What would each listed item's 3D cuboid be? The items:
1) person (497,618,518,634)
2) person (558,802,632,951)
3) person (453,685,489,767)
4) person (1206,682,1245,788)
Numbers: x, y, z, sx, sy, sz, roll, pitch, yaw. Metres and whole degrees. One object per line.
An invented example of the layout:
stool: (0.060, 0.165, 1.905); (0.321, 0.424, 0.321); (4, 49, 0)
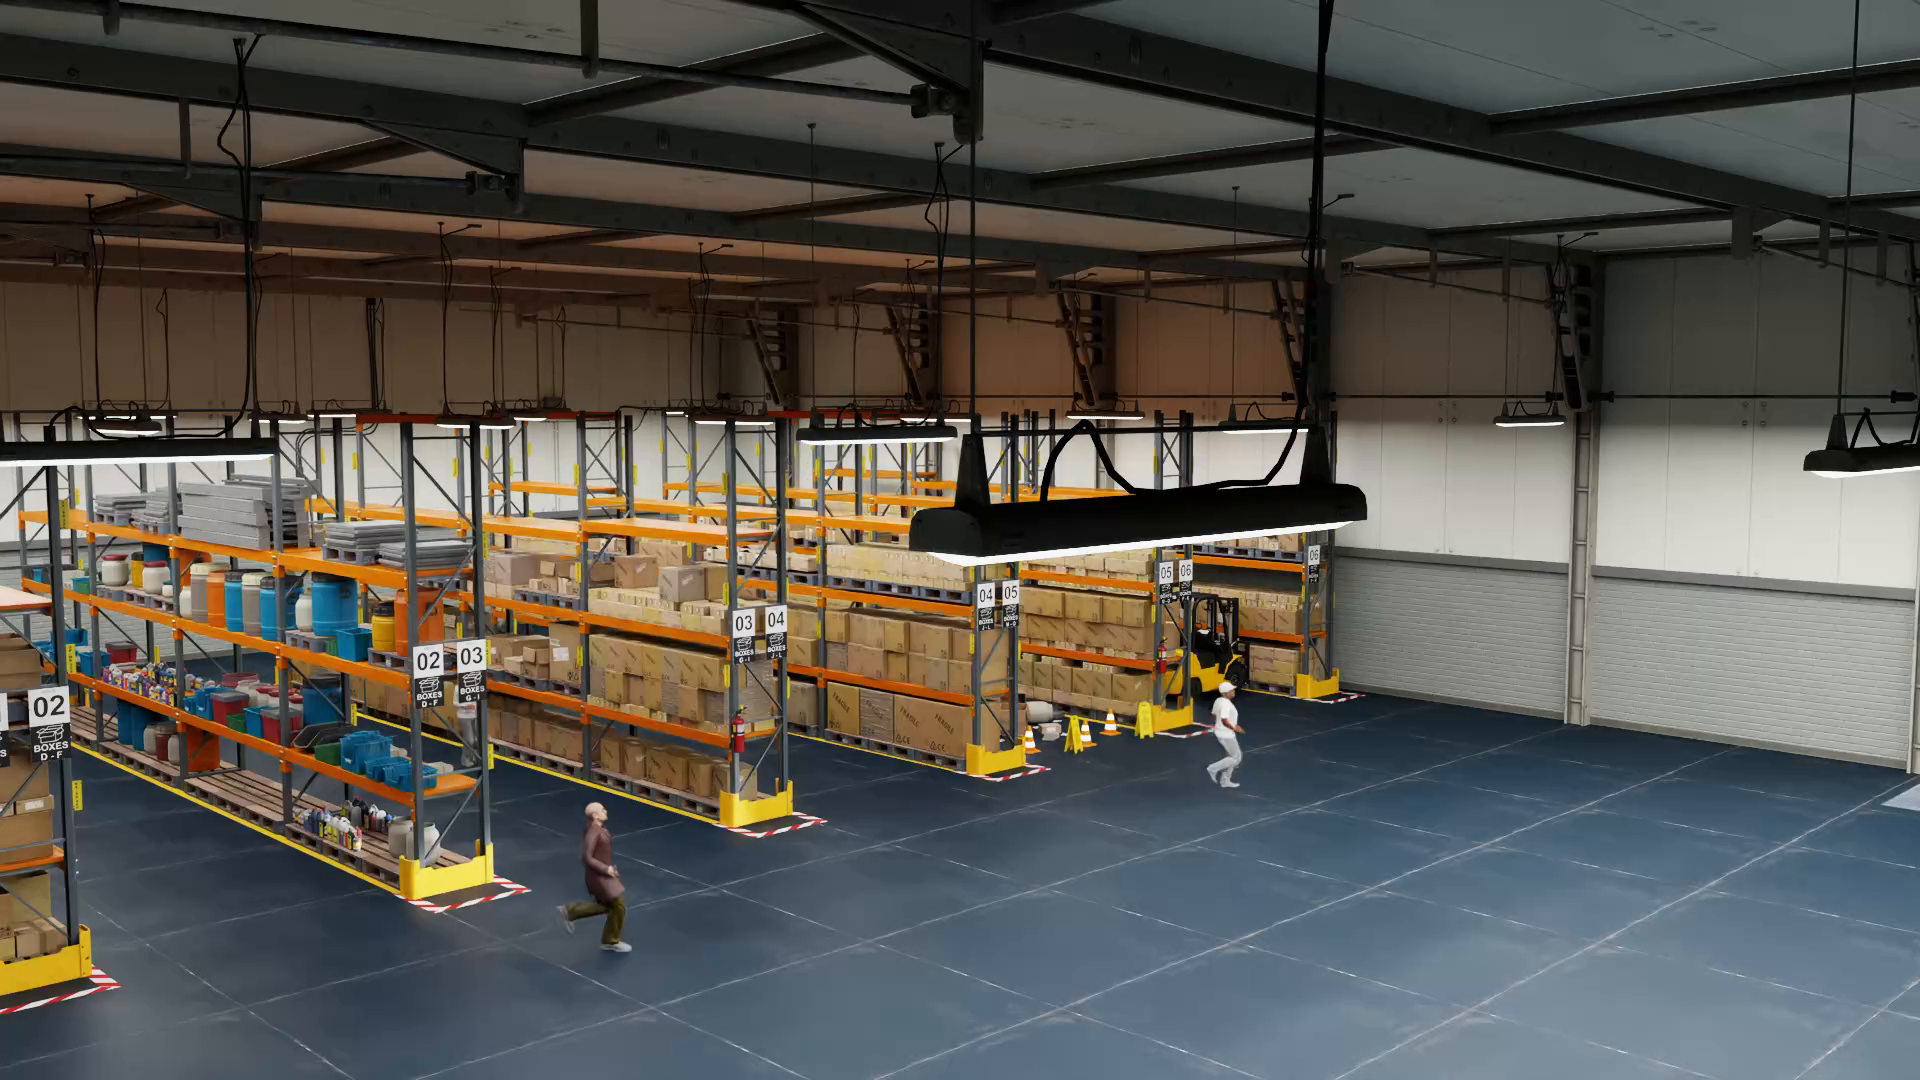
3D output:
person: (-11.277, 1.909, 41.509); (0.603, 1.638, 0.797); (2, 5, 22)
person: (-4.158, 3.842, 18.908); (0.813, 1.740, 0.726); (-1, 5, -16)
person: (-8.277, 3.002, 28.256); (0.602, 1.735, 0.647); (4, 6, 37)
person: (4.249, 3.142, 26.819); (0.597, 1.722, 0.689); (-1, 5, -6)
